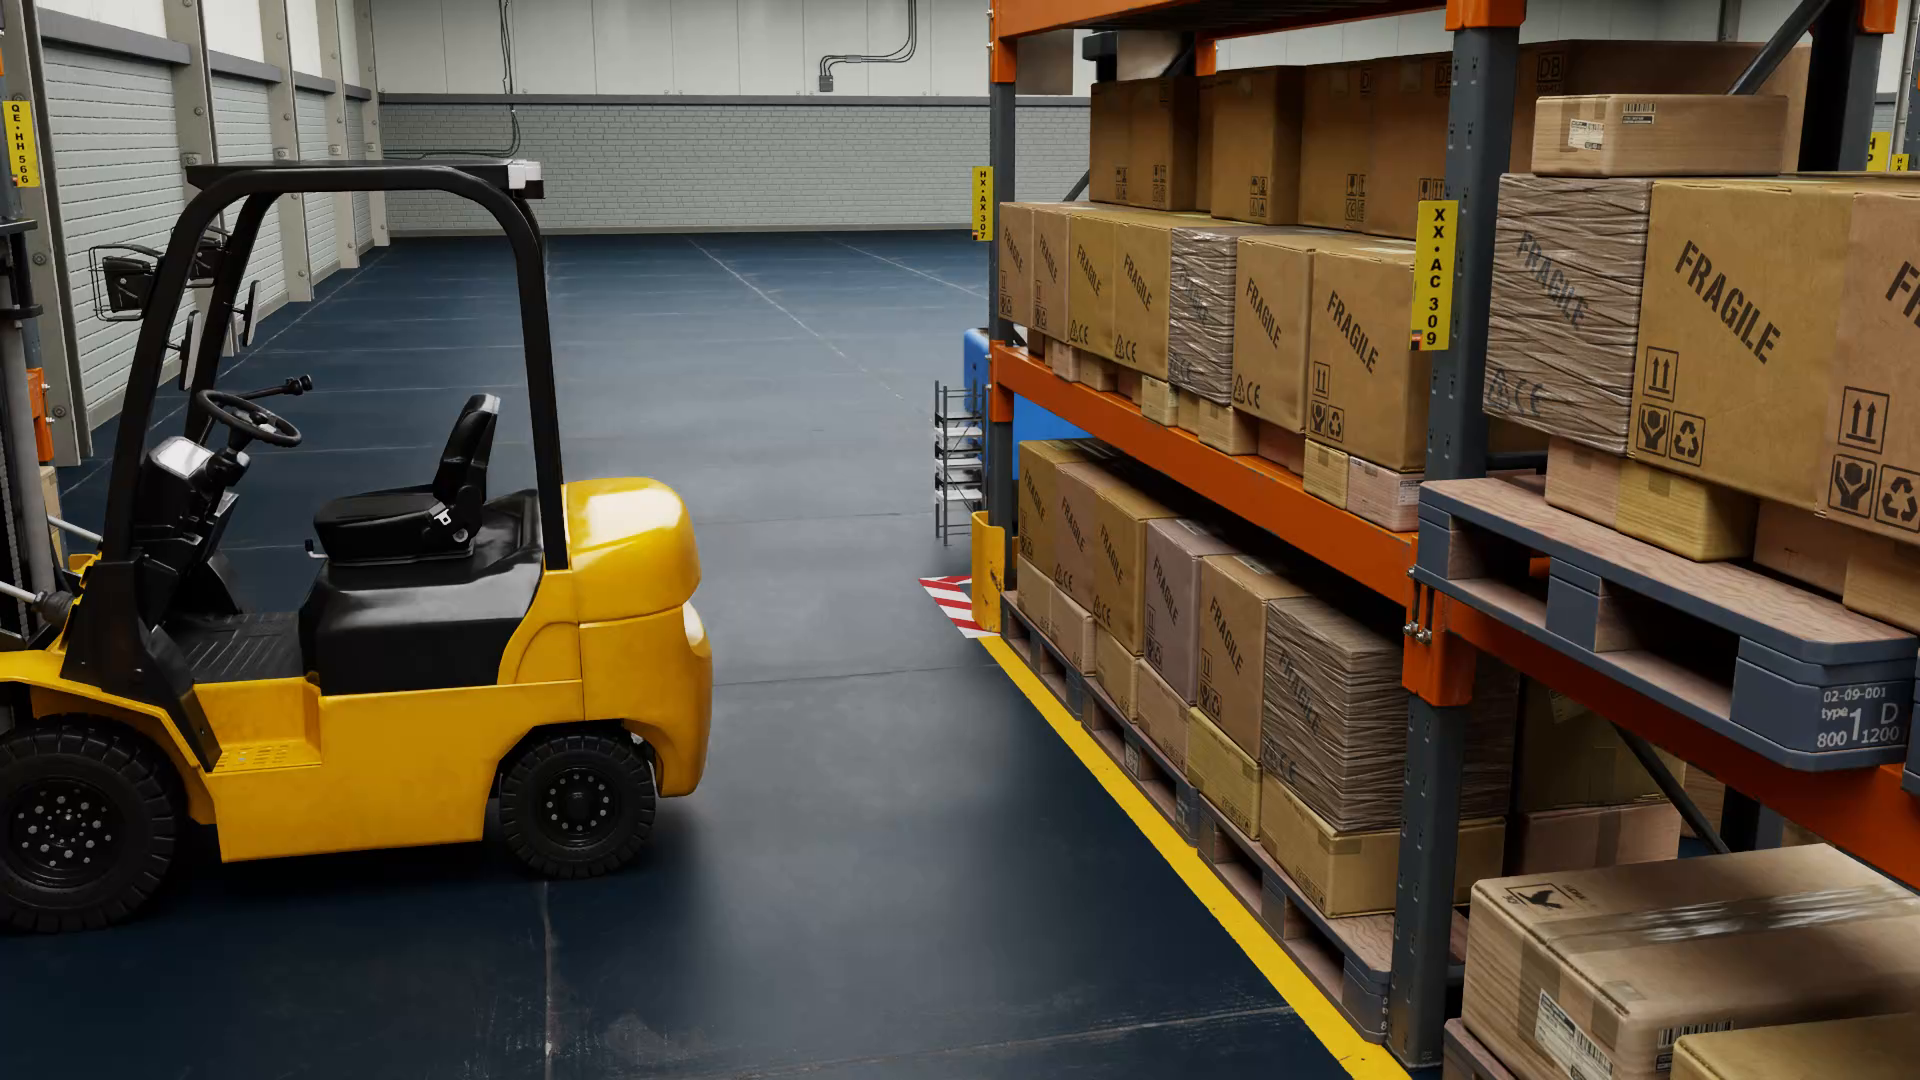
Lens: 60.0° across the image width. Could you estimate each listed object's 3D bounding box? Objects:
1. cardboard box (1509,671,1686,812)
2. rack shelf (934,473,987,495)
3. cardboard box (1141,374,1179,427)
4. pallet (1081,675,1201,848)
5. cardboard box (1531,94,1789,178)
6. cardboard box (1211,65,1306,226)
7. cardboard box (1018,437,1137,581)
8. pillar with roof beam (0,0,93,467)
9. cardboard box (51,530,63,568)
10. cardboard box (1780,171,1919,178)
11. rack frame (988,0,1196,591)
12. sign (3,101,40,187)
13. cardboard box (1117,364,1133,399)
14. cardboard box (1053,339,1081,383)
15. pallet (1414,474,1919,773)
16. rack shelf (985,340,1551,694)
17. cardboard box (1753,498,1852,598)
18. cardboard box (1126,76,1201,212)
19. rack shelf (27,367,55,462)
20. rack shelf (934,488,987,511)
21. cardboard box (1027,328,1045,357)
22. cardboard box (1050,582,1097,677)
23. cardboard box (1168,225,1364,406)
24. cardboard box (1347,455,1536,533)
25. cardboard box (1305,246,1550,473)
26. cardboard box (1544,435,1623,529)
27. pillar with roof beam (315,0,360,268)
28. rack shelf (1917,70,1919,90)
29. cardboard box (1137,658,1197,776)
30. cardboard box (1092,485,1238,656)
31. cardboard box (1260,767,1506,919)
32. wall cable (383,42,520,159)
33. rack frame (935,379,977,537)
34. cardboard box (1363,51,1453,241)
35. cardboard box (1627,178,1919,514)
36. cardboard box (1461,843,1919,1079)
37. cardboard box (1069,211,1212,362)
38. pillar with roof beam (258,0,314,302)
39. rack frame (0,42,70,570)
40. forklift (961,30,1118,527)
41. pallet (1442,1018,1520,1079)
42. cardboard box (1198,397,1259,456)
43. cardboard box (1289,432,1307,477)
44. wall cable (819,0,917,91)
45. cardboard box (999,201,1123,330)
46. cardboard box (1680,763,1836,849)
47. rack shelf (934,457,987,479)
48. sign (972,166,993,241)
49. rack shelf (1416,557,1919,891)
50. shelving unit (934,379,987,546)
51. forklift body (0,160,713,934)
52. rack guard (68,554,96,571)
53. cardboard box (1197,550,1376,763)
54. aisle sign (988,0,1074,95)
[{"bbox_3d":[1.695,0.424,4.700,0.500,0.500,0.500,-3,14,-11],"label":"cardboard box"},{"bbox_3d":[0.002,-0.315,9.342,0.258,0.077,0.200,-3,14,-13],"label":"rack shelf"},{"bbox_3d":[0.831,-0.480,5.599,0.380,0.149,0.250,-3,14,-13],"label":"cardboard box"},{"bbox_3d":[1.089,0.727,6.005,1.003,0.211,1.213,-3,14,-13],"label":"pallet"},{"bbox_3d":[1.338,-0.776,3.195,0.380,0.149,0.250,-3,14,-13],"label":"cardboard box"},{"bbox_3d":[1.278,-1.336,5.632,0.700,0.500,0.500,-3,14,-14],"label":"cardboard box"},{"bbox_3d":[0.559,-0.141,7.011,0.500,0.500,0.500,-4,14,-15],"label":"cardboard box"},{"bbox_3d":[-2.129,-5.165,11.607,9.100,9.000,0.400,-3,14,-13],"label":"pillar with roof beam"},{"bbox_3d":[-3.774,0.146,6.364,0.500,0.250,0.500,-3,14,-14],"label":"cardboard box"},{"bbox_3d":[1.903,-0.496,3.413,0.500,0.500,0.500,-4,14,-14],"label":"cardboard box"},{"bbox_3d":[0.632,-1.115,7.671,1.000,3.000,0.127,-3,14,-13],"label":"rack frame"},{"bbox_3d":[-3.661,-1.542,6.480,0.100,0.325,0.005,-3,14,-13],"label":"sign"},{"bbox_3d":[0.796,-0.603,6.106,0.380,0.149,0.250,-3,14,-11],"label":"cardboard box"},{"bbox_3d":[0.582,-0.719,6.578,0.380,0.149,0.250,-3,14,-12],"label":"cardboard box"},{"bbox_3d":[1.610,0.085,3.162,1.003,0.211,1.213,-3,14,-13],"label":"pallet"},{"bbox_3d":[1.102,-0.304,5.868,1.077,0.370,4.000,-3,14,-13],"label":"rack shelf"},{"bbox_3d":[1.585,-0.010,2.792,0.380,0.149,0.250,-2,14,-10],"label":"cardboard box"},{"bbox_3d":[1.076,-1.571,6.593,0.700,0.500,0.500,-3,14,-13],"label":"cardboard box"},{"bbox_3d":[-3.722,-0.027,4.732,1.077,0.370,4.000,-3,14,-13],"label":"rack shelf"},{"bbox_3d":[0.002,-0.228,9.363,0.258,0.077,0.200,-3,14,-13],"label":"rack shelf"},{"bbox_3d":[0.511,-0.903,7.333,0.380,0.149,0.250,-3,14,-13],"label":"cardboard box"},{"bbox_3d":[0.665,0.336,6.639,0.500,0.250,0.500,-3,14,-11],"label":"cardboard box"},{"bbox_3d":[0.972,-0.712,5.183,0.500,0.500,0.500,-3,14,-12],"label":"cardboard box"},{"bbox_3d":[1.200,-0.127,4.157,0.380,0.149,0.250,-3,14,-14],"label":"cardboard box"},{"bbox_3d":[1.225,-0.474,4.209,0.500,0.500,0.500,-4,14,-15],"label":"cardboard box"},{"bbox_3d":[1.394,-0.129,3.280,0.380,0.149,0.250,-3,14,-12],"label":"cardboard box"},{"bbox_3d":[-6.356,-9.317,28.604,9.100,9.000,0.400,-3,14,-13],"label":"pillar with roof beam"},{"bbox_3d":[5.890,-2.061,6.736,1.077,0.370,4.000,-3,14,-13],"label":"rack shelf"},{"bbox_3d":[0.922,0.578,5.649,0.500,0.250,0.500,-3,14,-12],"label":"cardboard box"},{"bbox_3d":[0.796,0.096,6.043,0.500,0.500,0.500,-3,14,-12],"label":"cardboard box"},{"bbox_3d":[1.171,0.818,4.667,0.500,0.250,0.500,-3,14,-11],"label":"cardboard box"},{"bbox_3d":[-11.357,-9.707,36.739,3.097,2.526,0.112,-3,14,-13],"label":"wall cable"},{"bbox_3d":[-0.022,-0.459,9.409,0.240,0.900,0.006,-3,14,-13],"label":"rack frame"},{"bbox_3d":[1.580,-1.104,4.680,0.700,0.500,0.500,-3,14,-13],"label":"cardboard box"},{"bbox_3d":[1.521,-0.350,2.816,0.500,0.500,0.500,-3,14,-13],"label":"cardboard box"},{"bbox_3d":[1.697,1.001,3.661,0.950,0.372,0.625,-3,14,-12],"label":"cardboard box"},{"bbox_3d":[0.719,-0.947,6.144,0.500,0.500,0.500,-4,14,-14],"label":"cardboard box"},{"bbox_3d":[-4.947,-7.933,22.938,9.100,9.000,0.400,-3,14,-13],"label":"pillar with roof beam"},{"bbox_3d":[-4.192,-0.837,6.535,1.000,3.000,0.127,-3,14,-13],"label":"rack frame"},{"bbox_3d":[1.570,-1.631,9.928,3.031,2.935,1.130,-2,14,-8],"label":"forklift"},{"bbox_3d":[1.756,1.342,3.490,1.003,0.211,1.213,-3,14,-13],"label":"pallet"},{"bbox_3d":[0.958,-0.362,5.116,0.380,0.149,0.250,-3,14,-14],"label":"cardboard box"},{"bbox_3d":[1.149,-0.249,4.656,0.380,0.149,0.250,-3,14,-13],"label":"cardboard box"},{"bbox_3d":[-2.125,-13.393,38.118,2.305,6.003,0.169,-3,14,-13],"label":"wall cable"},{"bbox_3d":[0.474,-1.183,7.113,0.500,0.500,0.500,-4,14,-14],"label":"cardboard box"},{"bbox_3d":[2.643,0.698,5.512,0.500,0.500,0.500,7,15,26],"label":"cardboard box"},{"bbox_3d":[0.002,-0.403,9.320,0.258,0.077,0.200,-3,14,-13],"label":"rack shelf"},{"bbox_3d":[0.105,-1.505,7.444,0.100,0.325,0.005,-3,14,-13],"label":"sign"},{"bbox_3d":[2.041,0.619,2.091,1.077,0.370,4.000,-3,14,-13],"label":"rack shelf"},{"bbox_3d":[0.002,-0.435,9.313,0.258,0.900,0.210,-3,14,-13],"label":"shelving unit"},{"bbox_3d":[-1.973,-0.089,5.261,2.313,2.155,1.214,-3,14,-13],"label":"forklift body"},{"bbox_3d":[-4.198,0.371,6.854,1.175,0.500,0.348,-3,14,-13],"label":"rack guard"},{"bbox_3d":[1.051,0.336,5.058,0.500,0.500,0.500,-3,14,-12],"label":"cardboard box"},{"bbox_3d":[0.316,-2.375,7.350,0.394,0.787,0.004,-3,14,-13],"label":"aisle sign"}]
